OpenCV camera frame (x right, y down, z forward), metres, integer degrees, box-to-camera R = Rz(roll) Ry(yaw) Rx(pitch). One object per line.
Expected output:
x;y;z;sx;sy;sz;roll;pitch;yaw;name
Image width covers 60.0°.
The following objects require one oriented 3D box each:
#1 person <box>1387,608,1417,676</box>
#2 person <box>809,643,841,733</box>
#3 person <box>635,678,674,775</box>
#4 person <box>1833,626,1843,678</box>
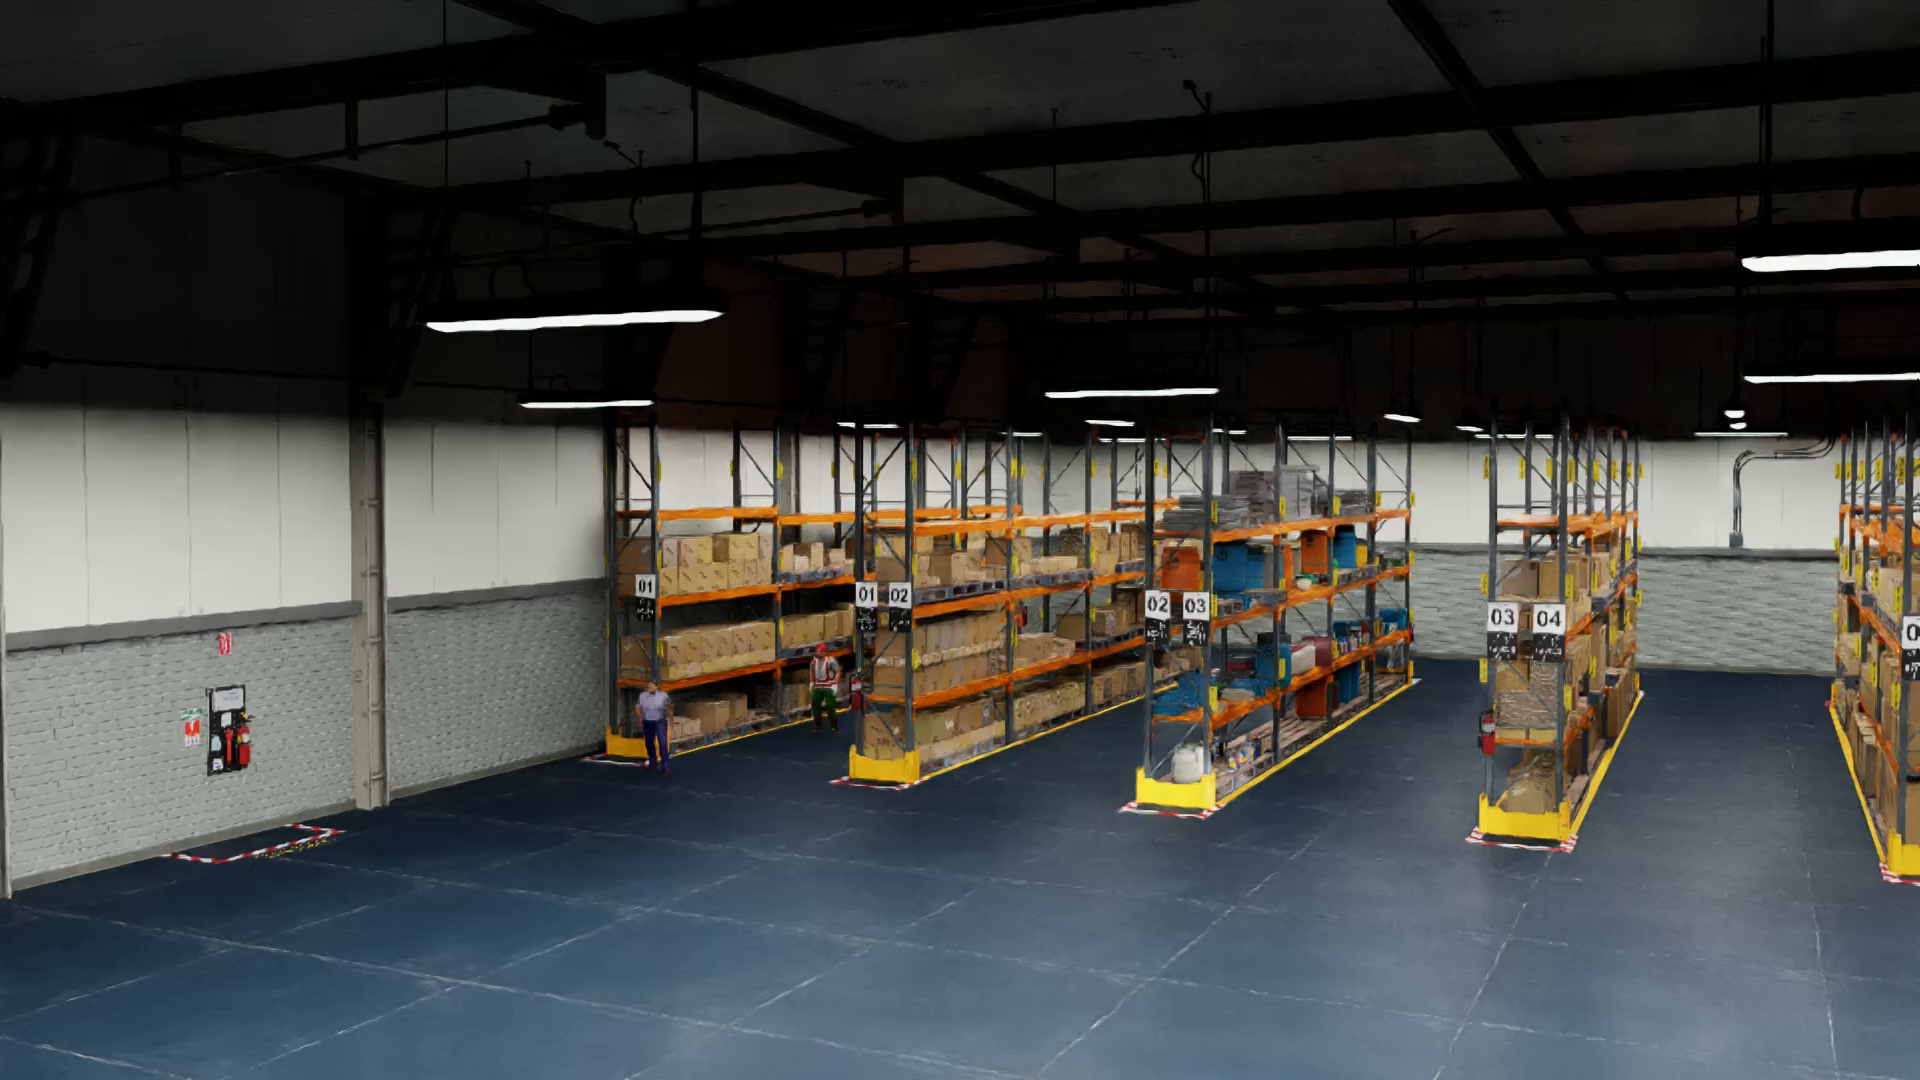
10.649;2.471;40.273;0.708;1.654;0.529;-2;3;-33;person
-2.583;2.812;31.580;0.677;1.741;0.552;1;3;24;person
-5.004;3.049;27.463;0.661;1.584;0.805;0;2;7;person
19.243;2.640;36.177;0.374;1.661;0.571;0;2;-6;person
